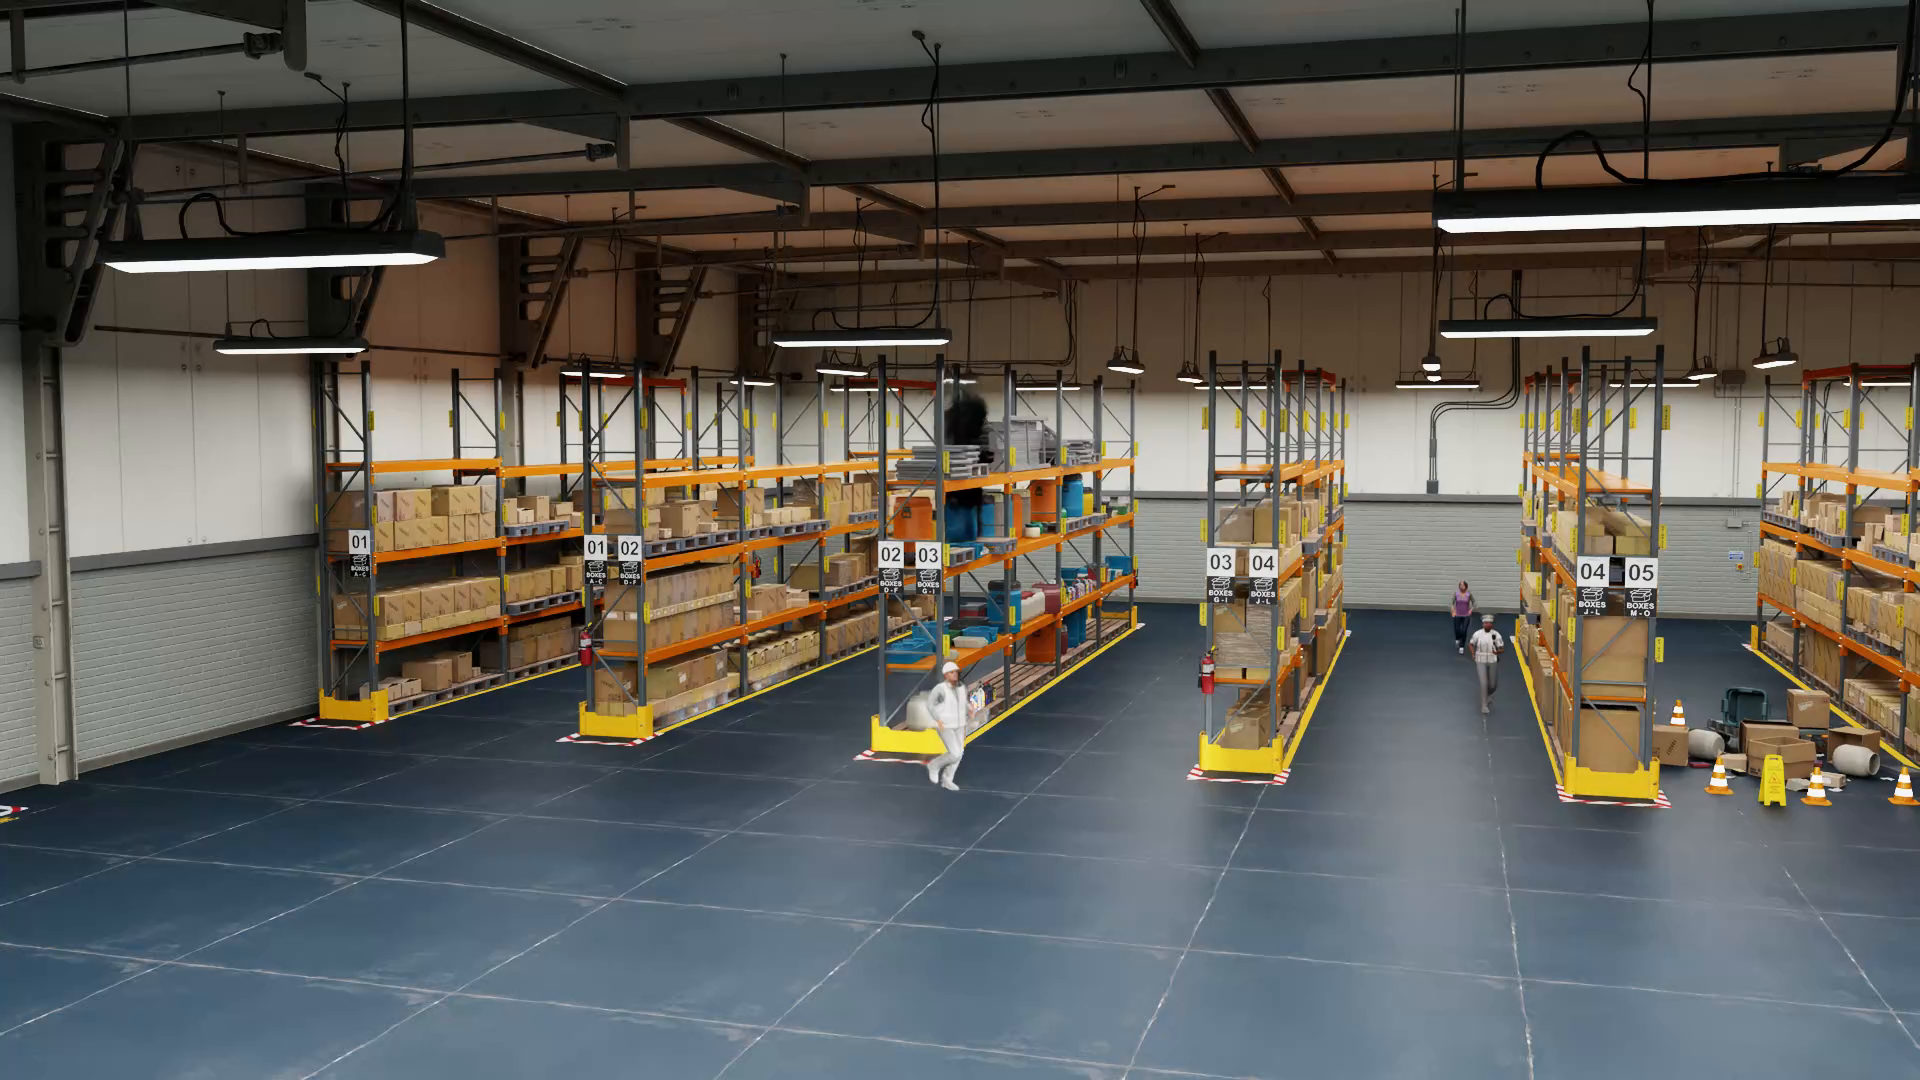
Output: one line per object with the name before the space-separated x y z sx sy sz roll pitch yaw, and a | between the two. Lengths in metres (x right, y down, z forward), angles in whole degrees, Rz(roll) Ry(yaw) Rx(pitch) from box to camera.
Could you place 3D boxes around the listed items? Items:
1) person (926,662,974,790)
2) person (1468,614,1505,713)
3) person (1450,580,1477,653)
person | -0.102 2.524 22.620 0.652 1.744 0.610 -4 5 -42
person | 9.092 2.109 28.723 0.588 1.669 0.851 1 4 12
person | 10.900 1.656 36.030 0.554 1.570 0.538 1 4 20
